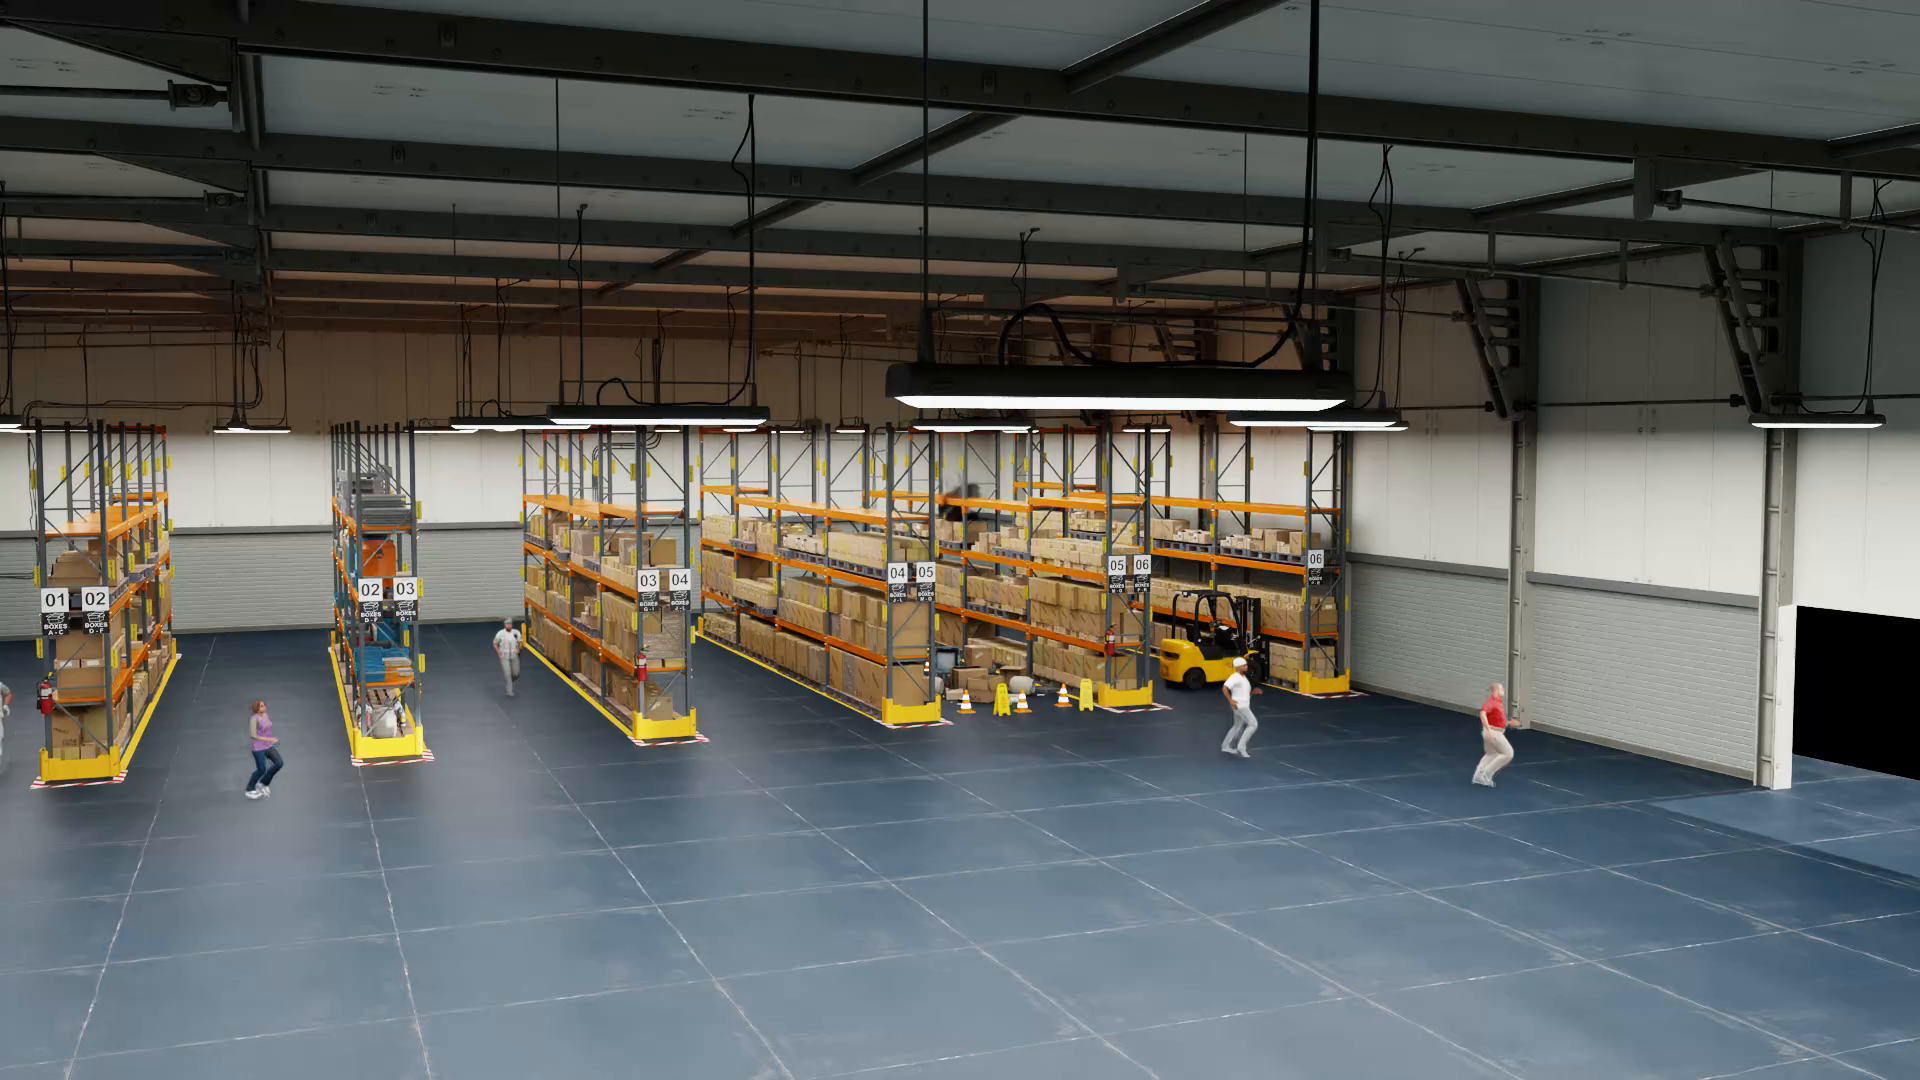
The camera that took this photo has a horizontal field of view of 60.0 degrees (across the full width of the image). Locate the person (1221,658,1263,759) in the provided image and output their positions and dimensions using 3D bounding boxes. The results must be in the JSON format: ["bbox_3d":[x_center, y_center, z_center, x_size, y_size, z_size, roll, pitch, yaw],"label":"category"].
[{"bbox_3d":[5.016,2.993,29.625,0.728,1.801,0.671,1,4,14],"label":"person"}]

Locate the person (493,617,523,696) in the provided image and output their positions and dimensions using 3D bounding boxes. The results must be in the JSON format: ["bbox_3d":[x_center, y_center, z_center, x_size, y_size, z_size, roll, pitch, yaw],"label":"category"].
[{"bbox_3d":[-9.959,2.558,36.695,0.654,1.740,0.664,-2,4,-25],"label":"person"}]

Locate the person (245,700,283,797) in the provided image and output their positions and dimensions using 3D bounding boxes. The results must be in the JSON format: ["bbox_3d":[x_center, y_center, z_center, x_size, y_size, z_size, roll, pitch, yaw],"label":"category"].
[{"bbox_3d":[-11.016,3.289,26.290,0.618,1.557,0.552,1,4,11],"label":"person"}]

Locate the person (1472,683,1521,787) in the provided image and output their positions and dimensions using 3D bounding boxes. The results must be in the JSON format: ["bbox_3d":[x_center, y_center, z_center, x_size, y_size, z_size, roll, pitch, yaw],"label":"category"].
[{"bbox_3d":[8.750,3.173,27.106,0.741,1.688,0.638,1,4,14],"label":"person"}]

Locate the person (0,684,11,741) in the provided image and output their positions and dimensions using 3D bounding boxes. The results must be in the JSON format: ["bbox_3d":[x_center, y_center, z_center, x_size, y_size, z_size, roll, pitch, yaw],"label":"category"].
[{"bbox_3d":[-16.394,3.056,28.082,0.653,1.798,0.987,-2,4,-27],"label":"person"}]
